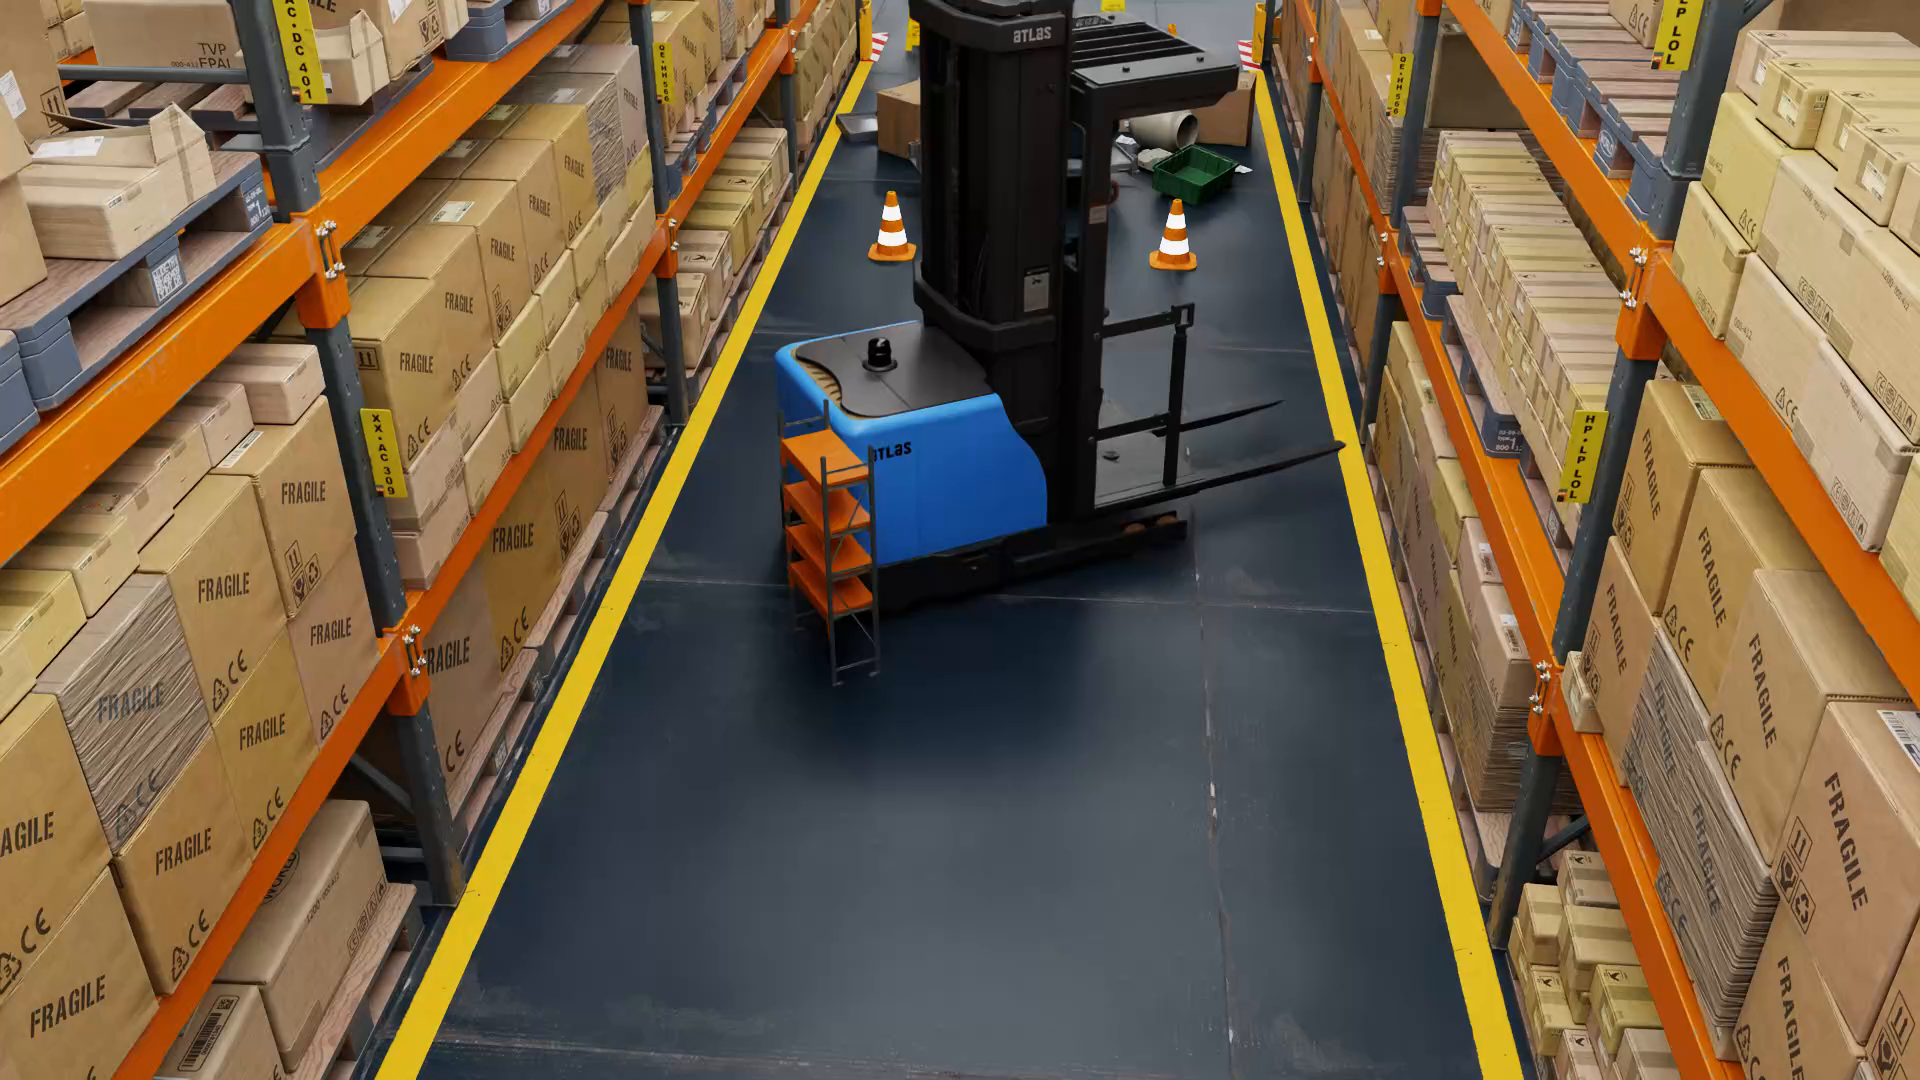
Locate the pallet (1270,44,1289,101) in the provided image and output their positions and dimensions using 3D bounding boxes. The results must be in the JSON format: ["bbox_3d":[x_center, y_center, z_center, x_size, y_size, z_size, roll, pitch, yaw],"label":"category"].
[{"bbox_3d":[3.491,-4.410,15.705,1.003,0.211,1.213,2,32,4],"label":"pallet"}]

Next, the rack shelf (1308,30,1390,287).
[{"bbox_3d":[2.990,-2.575,10.755,1.077,0.370,4.000,2,32,4],"label":"rack shelf"}]

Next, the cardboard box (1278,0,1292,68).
[{"bbox_3d":[3.489,-4.935,15.524,0.875,0.875,0.875,3,32,4],"label":"cardboard box"}]

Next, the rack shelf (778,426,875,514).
[{"bbox_3d":[-0.593,-0.316,7.369,0.258,0.148,0.480,-15,35,-23],"label":"rack shelf"}]

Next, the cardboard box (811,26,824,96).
[{"bbox_3d":[-1.440,-3.990,13.872,0.500,0.500,0.500,4,32,6],"label":"cardboard box"}]

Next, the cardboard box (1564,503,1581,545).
[{"bbox_3d":[2.336,-0.032,5.781,0.380,0.149,0.250,2,32,3],"label":"cardboard box"}]

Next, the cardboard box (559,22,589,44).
[{"bbox_3d":[-2.355,-2.591,9.317,0.500,0.500,0.500,2,32,3],"label":"cardboard box"}]

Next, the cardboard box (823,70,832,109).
[{"bbox_3d":[-1.399,-3.948,14.517,0.500,0.250,0.500,2,32,3],"label":"cardboard box"}]

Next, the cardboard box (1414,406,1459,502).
[{"bbox_3d":[2.435,-0.396,7.800,0.500,0.250,0.500,3,32,4],"label":"cardboard box"}]

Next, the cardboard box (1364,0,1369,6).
[{"bbox_3d":[3.078,-3.866,11.116,0.700,0.500,0.500,2,32,3],"label":"cardboard box"}]

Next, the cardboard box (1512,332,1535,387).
[{"bbox_3d":[2.421,-0.705,6.591,0.380,0.149,0.250,1,32,1],"label":"cardboard box"}]

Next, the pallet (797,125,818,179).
[{"bbox_3d":[-1.770,-3.251,13.824,1.003,0.211,1.213,2,32,4],"label":"pallet"}]

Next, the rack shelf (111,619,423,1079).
[{"bbox_3d":[-2.603,1.450,4.224,1.077,0.370,4.000,2,32,4],"label":"rack shelf"}]

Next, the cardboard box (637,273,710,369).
[{"bbox_3d":[-2.059,-1.349,10.184,0.950,0.372,0.625,0,32,1],"label":"cardboard box"}]

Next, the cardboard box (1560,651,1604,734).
[{"bbox_3d":[2.152,0.497,5.323,0.380,0.149,0.250,4,32,6],"label":"cardboard box"}]

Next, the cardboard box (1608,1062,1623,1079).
[{"bbox_3d":[2.213,1.747,5.090,0.380,0.149,0.250,1,32,1],"label":"cardboard box"}]

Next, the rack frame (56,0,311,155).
[{"bbox_3d":[-2.441,-2.456,4.158,1.000,3.000,0.127,2,32,4],"label":"rack frame"}]

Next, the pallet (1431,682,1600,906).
[{"bbox_3d":[2.563,1.036,6.867,1.003,0.211,1.213,2,32,4],"label":"pallet"}]

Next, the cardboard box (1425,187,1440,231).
[{"bbox_3d":[2.589,-1.682,8.459,0.380,0.149,0.250,2,32,3],"label":"cardboard box"}]

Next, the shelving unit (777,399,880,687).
[{"bbox_3d":[-0.593,0.019,7.576,0.258,1.200,0.503,-15,35,-23],"label":"shelving unit"}]

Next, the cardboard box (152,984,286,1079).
[{"bbox_3d":[-2.671,1.802,5.009,0.875,0.438,0.875,2,32,3],"label":"cardboard box"}]

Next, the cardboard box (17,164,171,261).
[{"bbox_3d":[-2.195,-0.808,4.086,0.380,0.149,0.250,3,32,5],"label":"cardboard box"}]

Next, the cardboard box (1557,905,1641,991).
[{"bbox_3d":[2.185,1.351,5.449,0.380,0.149,0.250,4,32,6],"label":"cardboard box"}]

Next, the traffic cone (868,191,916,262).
[{"bbox_3d":[-0.495,-2.297,12.037,0.336,0.463,0.334,2,32,4],"label":"traffic cone"}]

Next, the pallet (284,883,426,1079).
[{"bbox_3d":[-2.580,1.679,5.824,1.003,0.211,1.213,2,32,4],"label":"pallet"}]

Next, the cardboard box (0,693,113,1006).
[{"bbox_3d":[-2.334,0.681,3.737,0.500,0.500,0.500,3,32,4],"label":"cardboard box"}]

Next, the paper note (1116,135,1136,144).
[{"bbox_3d":[1.439,-3.448,14.323,0.172,0.023,0.155,14,34,21],"label":"paper note"}]

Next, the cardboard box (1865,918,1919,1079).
[{"bbox_3d":[2.040,0.966,2.992,0.500,0.500,0.500,4,32,6],"label":"cardboard box"}]

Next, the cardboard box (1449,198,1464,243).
[{"bbox_3d":[2.549,-1.508,7.894,0.380,0.149,0.250,2,32,2],"label":"cardboard box"}]

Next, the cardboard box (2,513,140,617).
[{"bbox_3d":[-2.295,0.057,4.132,0.380,0.149,0.250,2,32,4],"label":"cardboard box"}]

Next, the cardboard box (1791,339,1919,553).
[{"bbox_3d":[2.107,-0.192,3.487,0.500,0.250,0.500,4,32,6],"label":"cardboard box"}]

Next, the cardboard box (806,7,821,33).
[{"bbox_3d":[-1.362,-4.318,13.785,0.380,0.149,0.250,4,32,6],"label":"cardboard box"}]

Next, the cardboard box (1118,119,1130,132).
[{"bbox_3d":[1.457,-3.740,14.566,0.396,0.266,0.258,8,32,12],"label":"cardboard box"}]

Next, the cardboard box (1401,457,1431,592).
[{"bbox_3d":[2.440,-0.059,7.969,0.500,0.500,0.500,2,32,3],"label":"cardboard box"}]

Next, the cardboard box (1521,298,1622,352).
[{"bbox_3d":[2.428,-0.828,6.507,0.380,0.149,0.250,1,32,2],"label":"cardboard box"}]

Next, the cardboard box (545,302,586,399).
[{"bbox_3d":[-1.994,-0.856,7.423,0.500,0.250,0.500,2,32,3],"label":"cardboard box"}]

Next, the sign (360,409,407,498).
[{"bbox_3d":[-1.887,-0.282,5.447,0.100,0.325,0.005,2,32,4],"label":"sign"}]

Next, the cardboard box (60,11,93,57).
[{"bbox_3d":[-6.552,-3.694,12.028,0.500,0.250,0.500,2,32,4],"label":"cardboard box"}]

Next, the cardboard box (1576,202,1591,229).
[{"bbox_3d":[3.220,-1.616,8.069,0.380,0.149,0.250,4,32,6],"label":"cardboard box"}]

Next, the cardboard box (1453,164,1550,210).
[{"bbox_3d":[2.553,-1.658,7.854,0.380,0.149,0.250,2,32,4],"label":"cardboard box"}]

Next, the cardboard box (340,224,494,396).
[{"bbox_3d":[-2.104,-0.856,6.231,0.500,0.500,0.500,2,32,4],"label":"cardboard box"}]

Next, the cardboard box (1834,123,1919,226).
[{"bbox_3d":[2.150,-0.789,3.599,0.380,0.149,0.250,2,32,3],"label":"cardboard box"}]

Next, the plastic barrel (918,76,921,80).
[{"bbox_3d":[-0.123,-3.936,14.733,0.512,0.421,0.421,27,41,37],"label":"plastic barrel"}]

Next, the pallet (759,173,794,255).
[{"bbox_3d":[-1.851,-2.491,12.591,1.003,0.211,1.213,2,32,4],"label":"pallet"}]

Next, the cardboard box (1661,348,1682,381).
[{"bbox_3d":[3.093,-0.685,6.841,0.380,0.149,0.250,2,32,3],"label":"cardboard box"}]

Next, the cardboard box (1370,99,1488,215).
[{"bbox_3d":[2.596,-2.125,9.244,0.500,0.500,0.500,2,32,4],"label":"cardboard box"}]

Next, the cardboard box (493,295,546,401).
[{"bbox_3d":[-2.042,-0.806,6.865,0.500,0.250,0.500,3,32,5],"label":"cardboard box"}]

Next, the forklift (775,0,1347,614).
[{"bbox_3d":[0.624,-1.400,8.229,3.031,2.935,1.130,-14,34,-21],"label":"forklift"}]

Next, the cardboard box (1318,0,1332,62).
[{"bbox_3d":[2.842,-3.706,11.809,0.500,0.500,0.500,3,32,5],"label":"cardboard box"}]

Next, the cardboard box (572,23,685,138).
[{"bbox_3d":[-1.848,-2.567,9.278,0.500,0.500,0.500,2,32,3],"label":"cardboard box"}]

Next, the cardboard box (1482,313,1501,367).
[{"bbox_3d":[2.461,-0.852,7.113,0.380,0.149,0.250,1,32,2],"label":"cardboard box"}]

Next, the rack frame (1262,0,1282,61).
[{"bbox_3d":[3.478,-6.018,15.657,1.000,3.000,0.127,2,32,4],"label":"rack frame"}]

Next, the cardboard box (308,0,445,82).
[{"bbox_3d":[-2.080,-1.849,5.537,0.500,0.500,0.500,2,32,3],"label":"cardboard box"}]

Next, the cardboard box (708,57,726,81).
[{"bbox_3d":[-1.723,-3.071,10.713,0.380,0.149,0.250,3,32,6],"label":"cardboard box"}]
